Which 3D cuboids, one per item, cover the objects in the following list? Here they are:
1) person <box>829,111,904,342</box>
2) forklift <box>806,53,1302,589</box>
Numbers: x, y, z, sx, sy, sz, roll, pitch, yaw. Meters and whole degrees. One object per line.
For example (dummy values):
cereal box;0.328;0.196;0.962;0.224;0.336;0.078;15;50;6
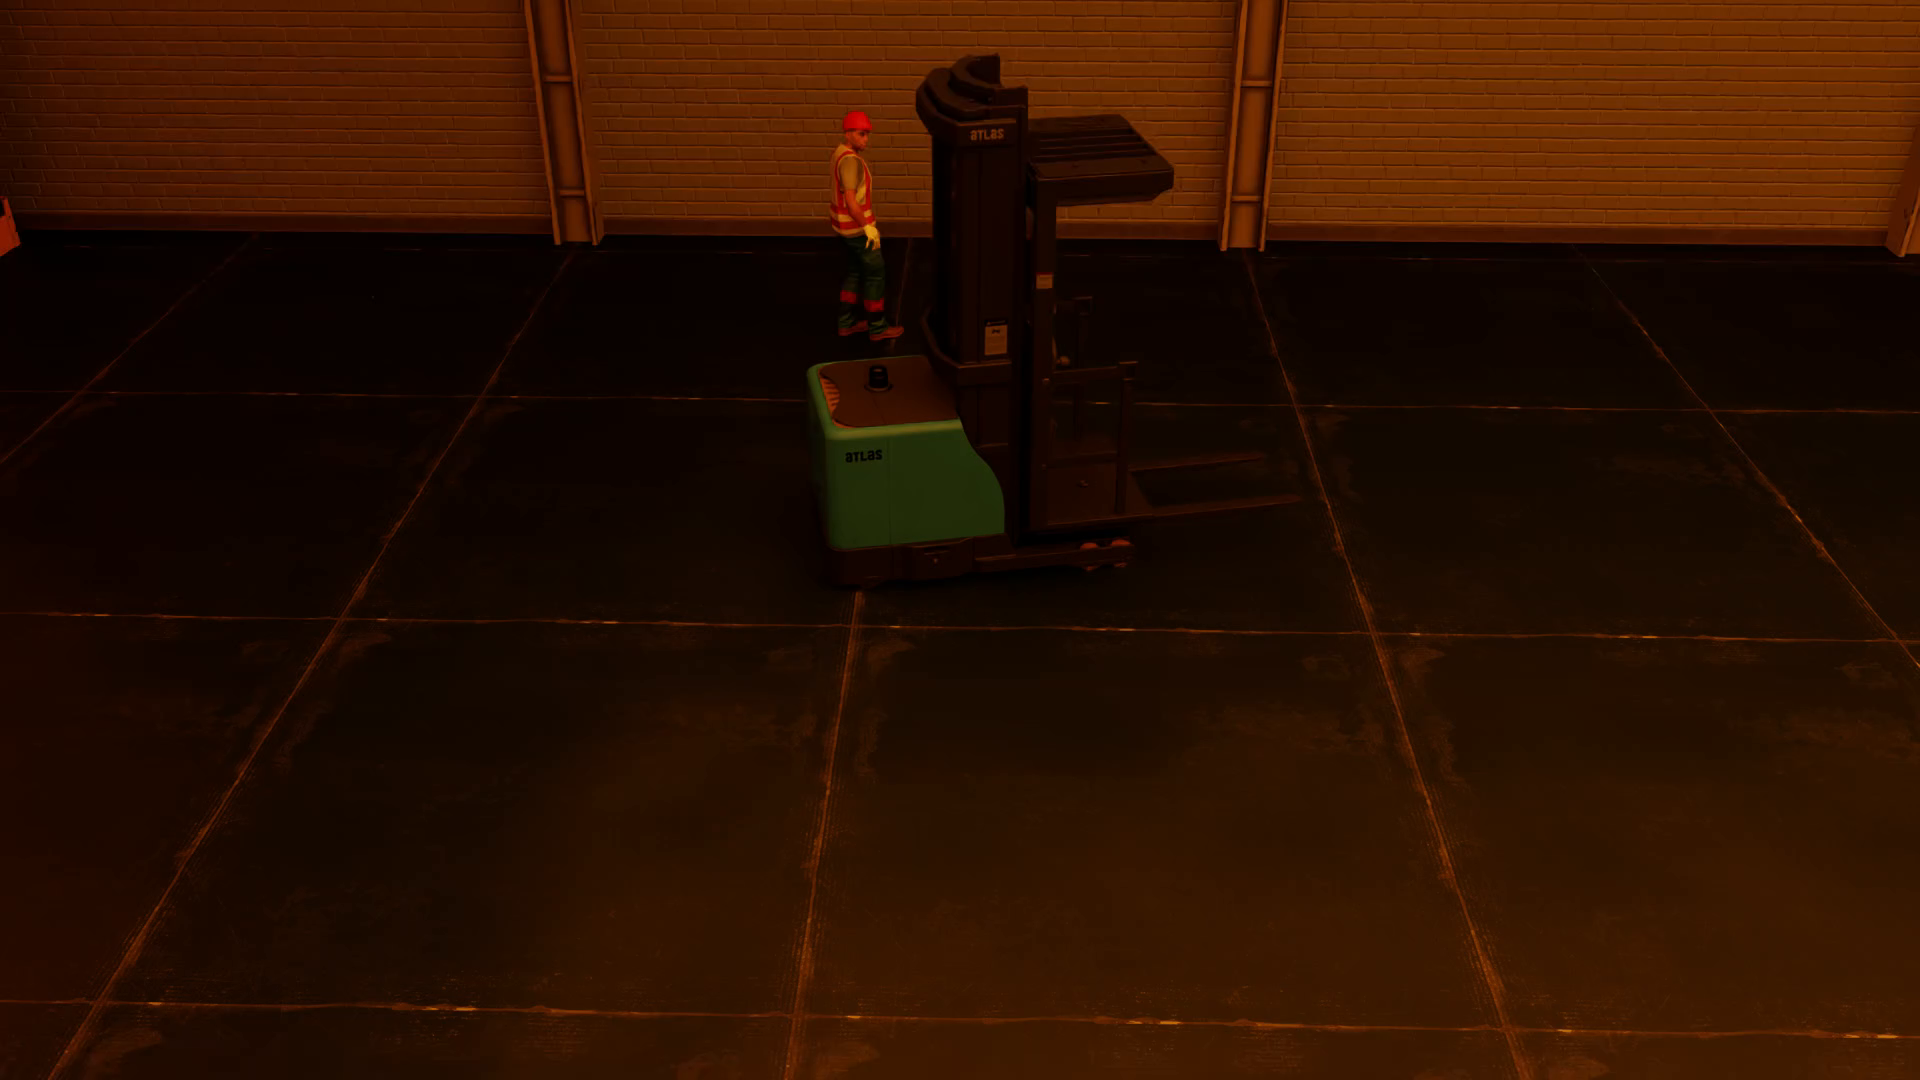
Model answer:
person;-0.733;-2.424;12.868;0.512;1.772;0.757;-12;33;-20
forklift;0.609;-1.335;9.879;3.031;2.935;1.130;-6;31;-10
